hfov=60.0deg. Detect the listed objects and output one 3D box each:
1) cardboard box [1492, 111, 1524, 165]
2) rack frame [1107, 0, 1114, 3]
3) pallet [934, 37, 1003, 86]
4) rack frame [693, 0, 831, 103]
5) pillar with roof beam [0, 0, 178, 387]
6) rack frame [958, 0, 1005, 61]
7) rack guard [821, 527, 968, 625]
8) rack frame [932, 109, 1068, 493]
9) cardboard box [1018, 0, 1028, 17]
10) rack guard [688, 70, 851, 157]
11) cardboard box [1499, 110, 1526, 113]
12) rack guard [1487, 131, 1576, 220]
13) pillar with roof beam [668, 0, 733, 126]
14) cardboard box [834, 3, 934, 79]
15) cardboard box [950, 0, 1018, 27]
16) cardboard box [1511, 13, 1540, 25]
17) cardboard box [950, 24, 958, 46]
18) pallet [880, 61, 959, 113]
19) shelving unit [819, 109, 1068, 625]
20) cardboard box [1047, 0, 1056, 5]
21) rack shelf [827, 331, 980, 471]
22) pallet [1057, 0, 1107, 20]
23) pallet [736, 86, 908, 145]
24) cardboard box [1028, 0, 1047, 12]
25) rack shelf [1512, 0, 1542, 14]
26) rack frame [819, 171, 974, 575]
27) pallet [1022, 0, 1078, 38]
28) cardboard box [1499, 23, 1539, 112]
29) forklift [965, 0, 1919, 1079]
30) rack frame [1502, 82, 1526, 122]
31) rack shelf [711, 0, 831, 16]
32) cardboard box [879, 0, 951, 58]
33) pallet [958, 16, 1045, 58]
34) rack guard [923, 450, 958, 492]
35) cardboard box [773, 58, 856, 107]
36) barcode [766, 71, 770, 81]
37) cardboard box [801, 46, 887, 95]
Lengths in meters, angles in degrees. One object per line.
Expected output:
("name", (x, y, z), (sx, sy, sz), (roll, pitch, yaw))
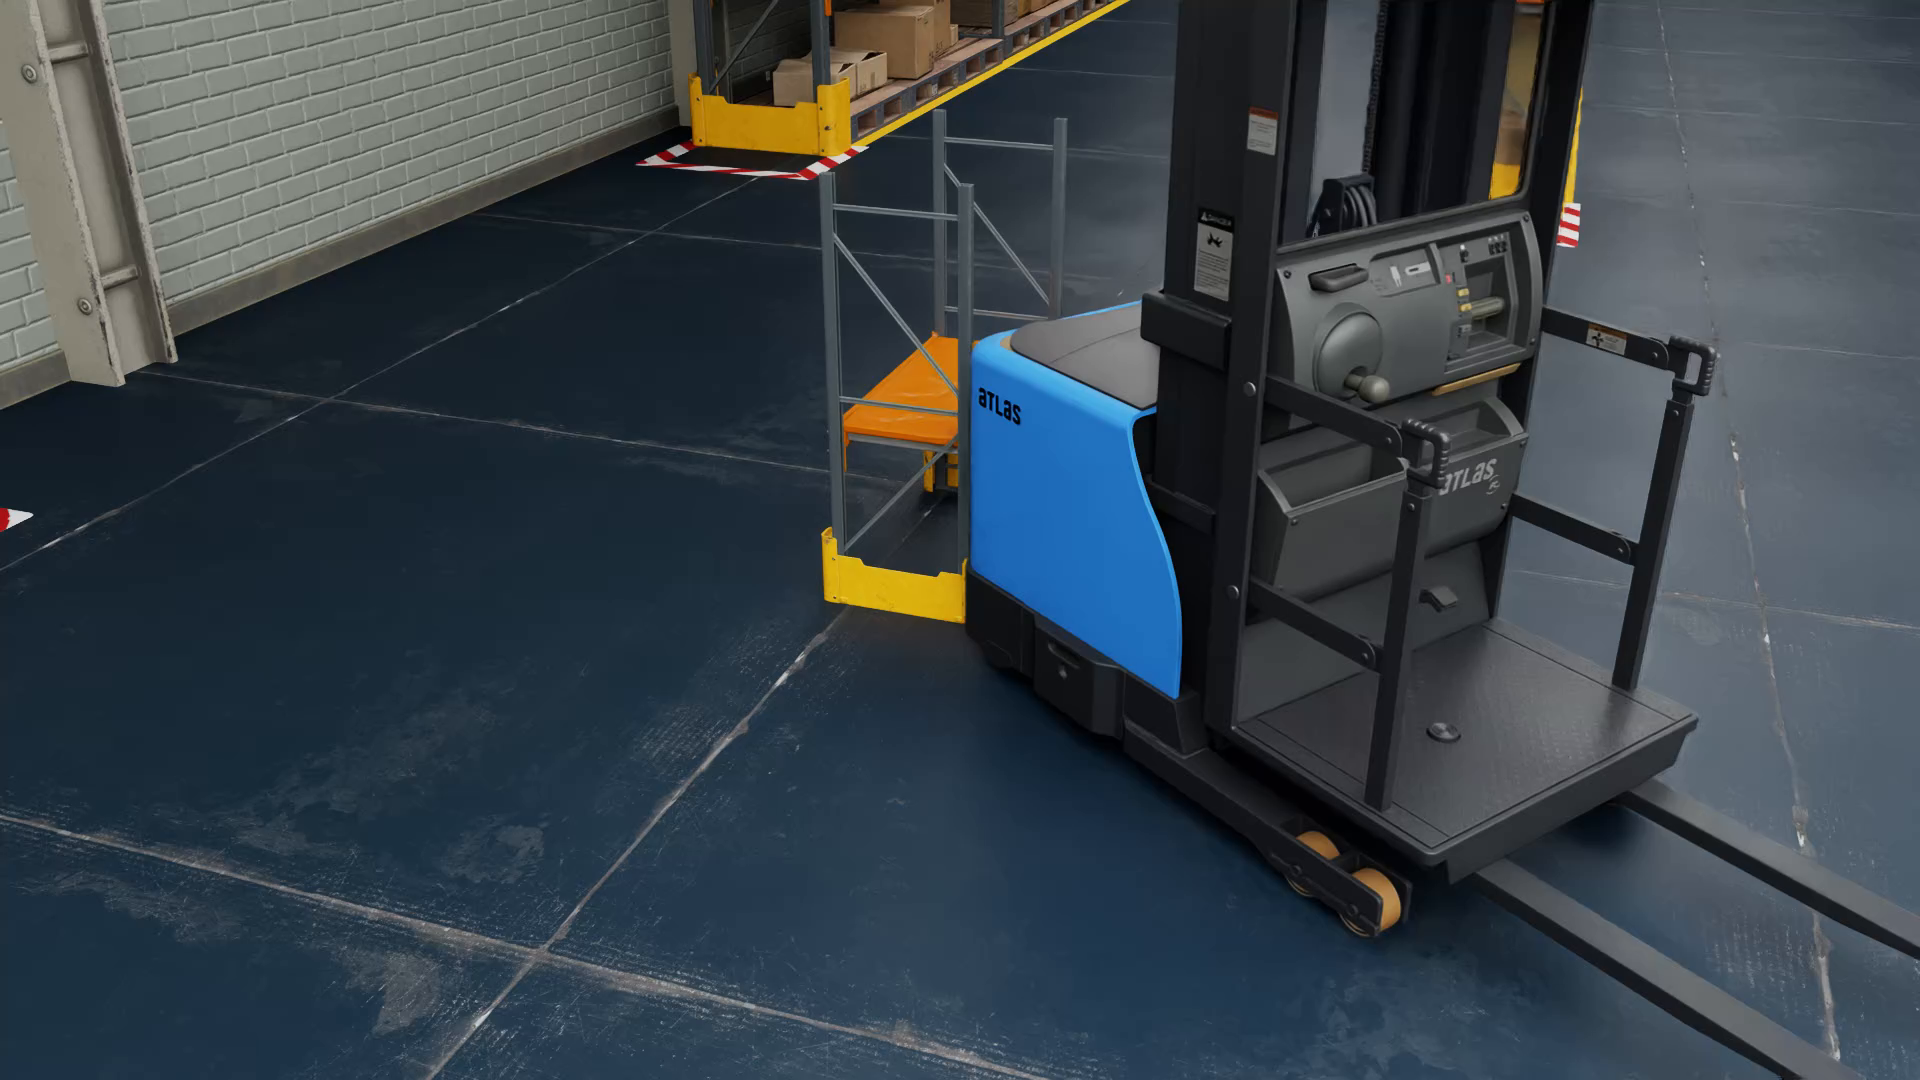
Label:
("cardboard box", (3.649, -2.639, 10.933), (0.500, 0.250, 0.500), (9, 27, 17))
("rack frame", (1.251, -7.504, 18.307), (1.000, 3.000, 0.127), (9, 27, 17))
("pallet", (-0.270, -4.324, 14.939), (1.003, 0.211, 1.213), (9, 27, 17))
("rack frame", (-1.411, -4.217, 11.517), (1.000, 3.000, 0.127), (9, 27, 17))
("pillar with roof beam", (0.069, -4.240, 4.681), (9.100, 9.000, 0.400), (9, 27, 17))
("rack frame", (-0.080, -5.860, 14.912), (1.000, 3.000, 0.127), (9, 27, 17))
("rack guard", (-0.191, 0.123, 5.708), (0.587, 0.250, 0.087), (9, 27, 17))
("rack frame", (0.141, -0.849, 6.282), (0.500, 1.500, 0.032), (9, 27, 17))
("cardboard box", (0.274, -5.458, 16.444), (0.700, 0.500, 0.500), (8, 27, 16))
("rack guard", (-1.386, -3.123, 12.126), (1.175, 0.500, 0.348), (9, 27, 17))
("cardboard box", (3.812, -2.845, 11.358), (0.500, 0.250, 0.500), (9, 27, 17))
("rack guard", (3.253, -2.365, 10.561), (1.175, 0.500, 0.348), (9, 27, 17))
("pillar with roof beam", (2.065, -6.706, 9.773), (9.100, 9.000, 0.400), (9, 27, 17))
("cardboard box", (-0.615, -4.089, 13.618), (0.700, 0.500, 0.500), (7, 27, 14))
("cardboard box", (0.149, -5.238, 15.990), (0.700, 0.500, 0.500), (10, 27, 19))
("cardboard box", (3.968, -3.390, 11.622), (0.500, 0.500, 0.500), (9, 27, 17))
("cardboard box", (-0.230, -4.559, 14.970), (0.380, 0.166, 0.250), (5, 26, 11))
("pallet", (-0.675, -3.821, 13.900), (1.003, 0.211, 1.213), (9, 27, 17))
("shelving unit", (-0.025, -0.644, 5.858), (0.587, 1.500, 1.083), (9, 27, 17))
("cardboard box", (0.641, -5.871, 17.296), (0.700, 0.500, 0.500), (9, 27, 17))
("rack shelf", (-0.028, -0.478, 5.929), (0.538, 0.185, 1.000), (9, 27, 17))
("pallet", (0.989, -5.928, 18.252), (1.003, 0.211, 1.213), (9, 27, 17))
("pallet", (-1.082, -3.322, 12.868), (1.003, 0.211, 1.213), (9, 27, 17))
("cardboard box", (0.481, -5.662, 16.865), (0.700, 0.500, 0.500), (9, 27, 18))
("rack shelf", (3.927, -3.998, 11.891), (1.077, 0.370, 4.000), (9, 27, 17))
("rack frame", (-0.198, -0.431, 5.419), (0.500, 1.500, 0.032), (9, 27, 17))
("pallet", (0.582, -5.429, 17.220), (1.003, 0.211, 1.213), (9, 27, 17))
("cardboard box", (3.814, -3.183, 11.194), (0.500, 0.500, 0.500), (9, 27, 17))
("forklift", (1.274, -0.562, 4.047), (1.130, 2.935, 3.031), (-17, 31, -31))
("rack frame", (3.261, -3.500, 10.036), (1.000, 3.000, 0.127), (9, 27, 17))
("rack shelf", (-0.746, -4.715, 13.371), (1.077, 0.370, 4.000), (9, 27, 17))
("cardboard box", (-0.388, -4.501, 14.468), (0.500, 0.500, 0.500), (7, 27, 14))
("pallet", (0.177, -4.926, 16.181), (1.003, 0.211, 1.213), (9, 27, 17))
("rack guard", (0.140, -0.286, 6.554), (0.587, 0.250, 0.087), (9, 27, 17))
("cardboard box", (-1.096, -3.476, 12.567), (0.500, 0.311, 0.500), (6, 26, 12))
("barcode", (-1.467, -3.545, 12.700), (0.001, 0.075, 0.075), (9, 27, 17))
("cardboard box", (-0.907, -3.710, 13.051), (0.500, 0.311, 0.500), (11, 28, 22))
